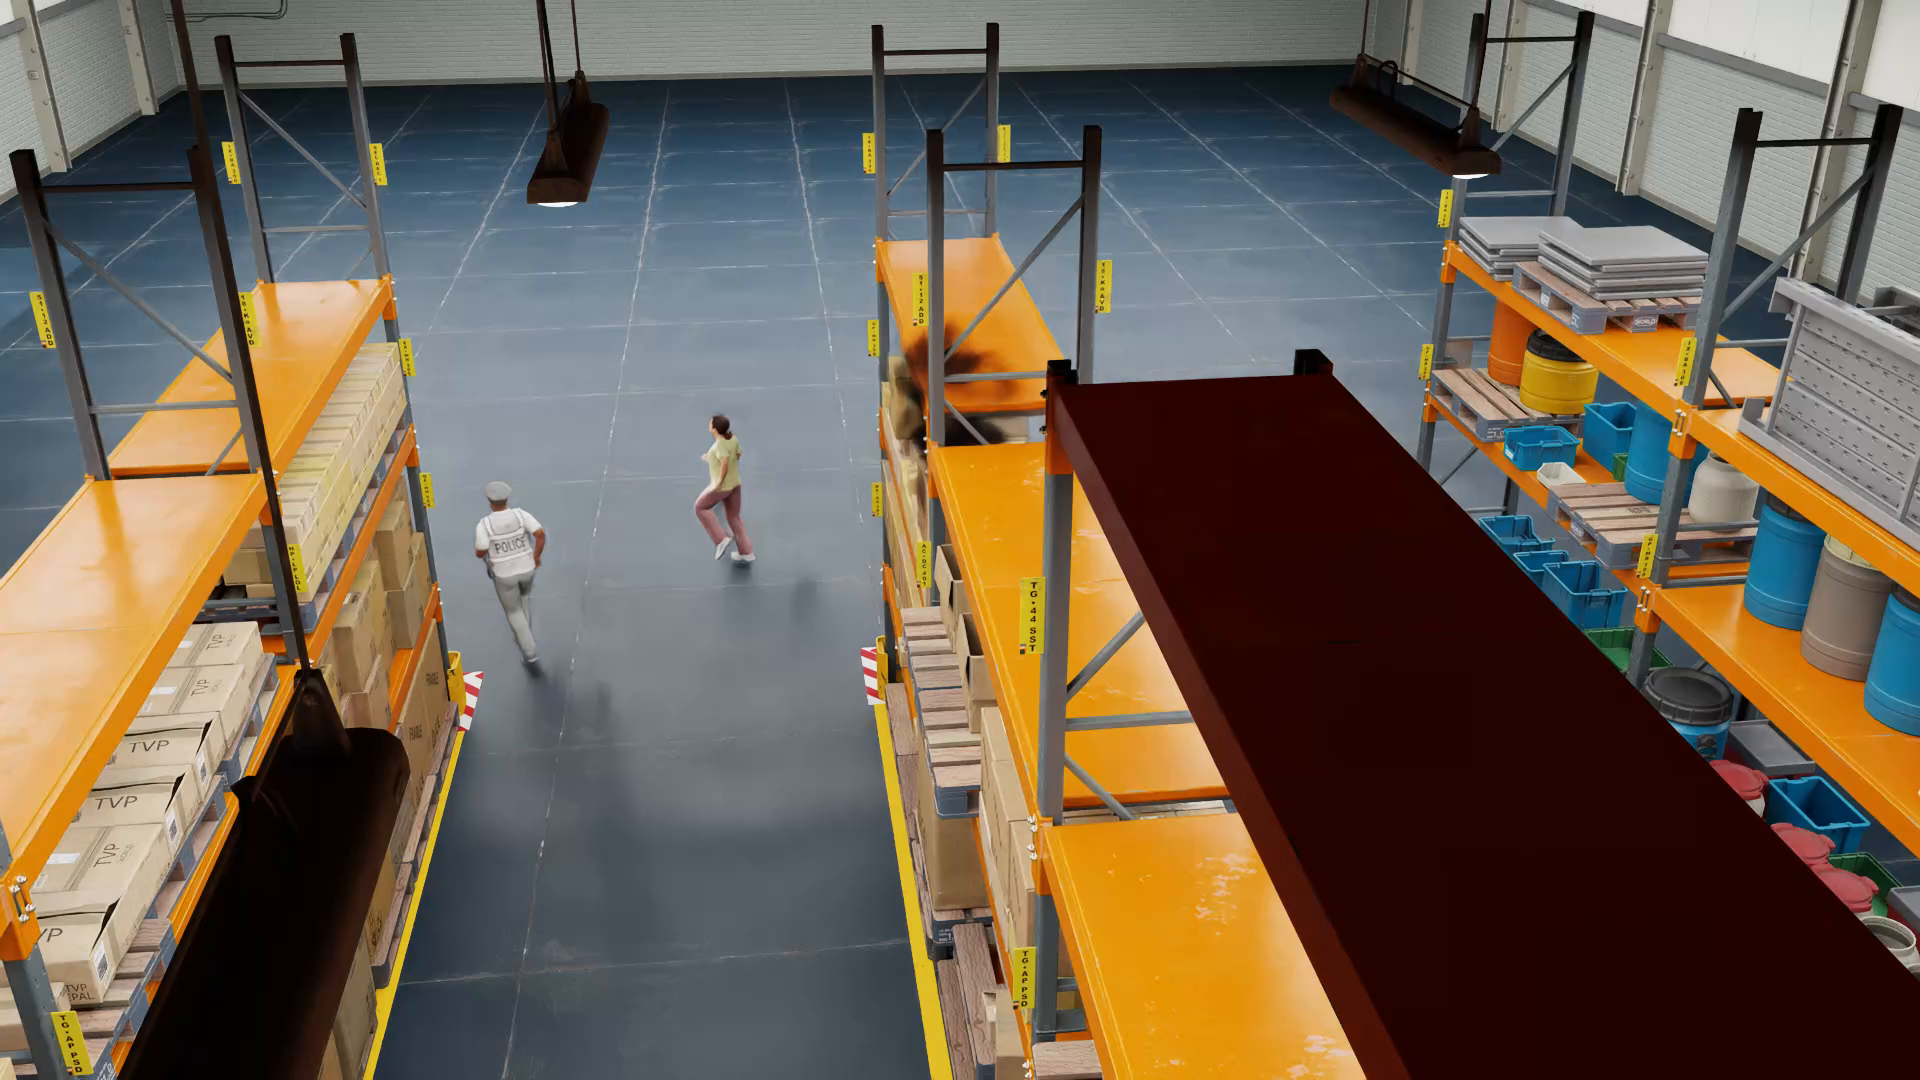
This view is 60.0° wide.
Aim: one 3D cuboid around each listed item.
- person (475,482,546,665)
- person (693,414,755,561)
[{"bbox_3d":[-4.257,0.333,15.790,0.595,1.815,0.895,-20,32,-36],"label":"person"},{"bbox_3d":[-2.493,-0.559,17.752,0.689,1.636,0.570,14,29,27],"label":"person"}]
